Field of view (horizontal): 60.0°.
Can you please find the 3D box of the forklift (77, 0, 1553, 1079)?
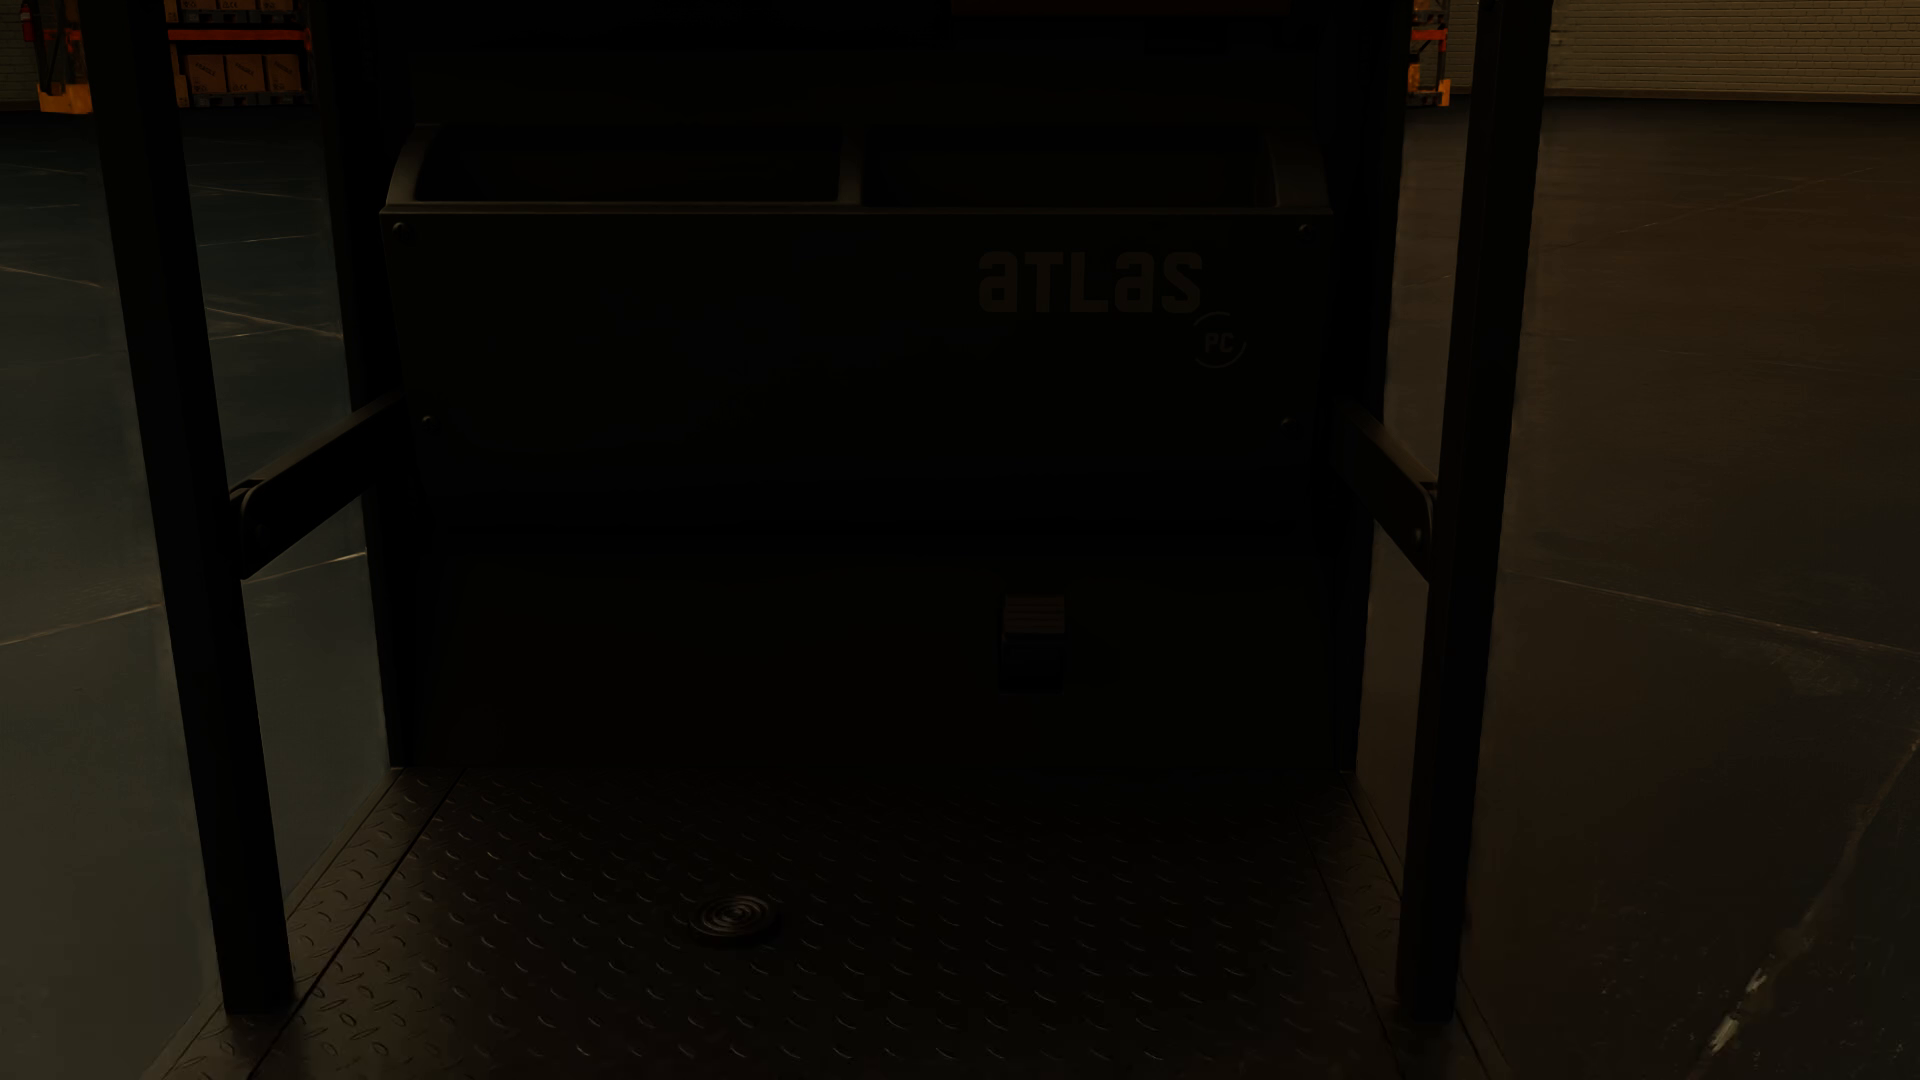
[{"bbox_3d":[-0.101,-0.743,1.345,1.130,2.935,3.031,0,17,1],"label":"forklift"}]
